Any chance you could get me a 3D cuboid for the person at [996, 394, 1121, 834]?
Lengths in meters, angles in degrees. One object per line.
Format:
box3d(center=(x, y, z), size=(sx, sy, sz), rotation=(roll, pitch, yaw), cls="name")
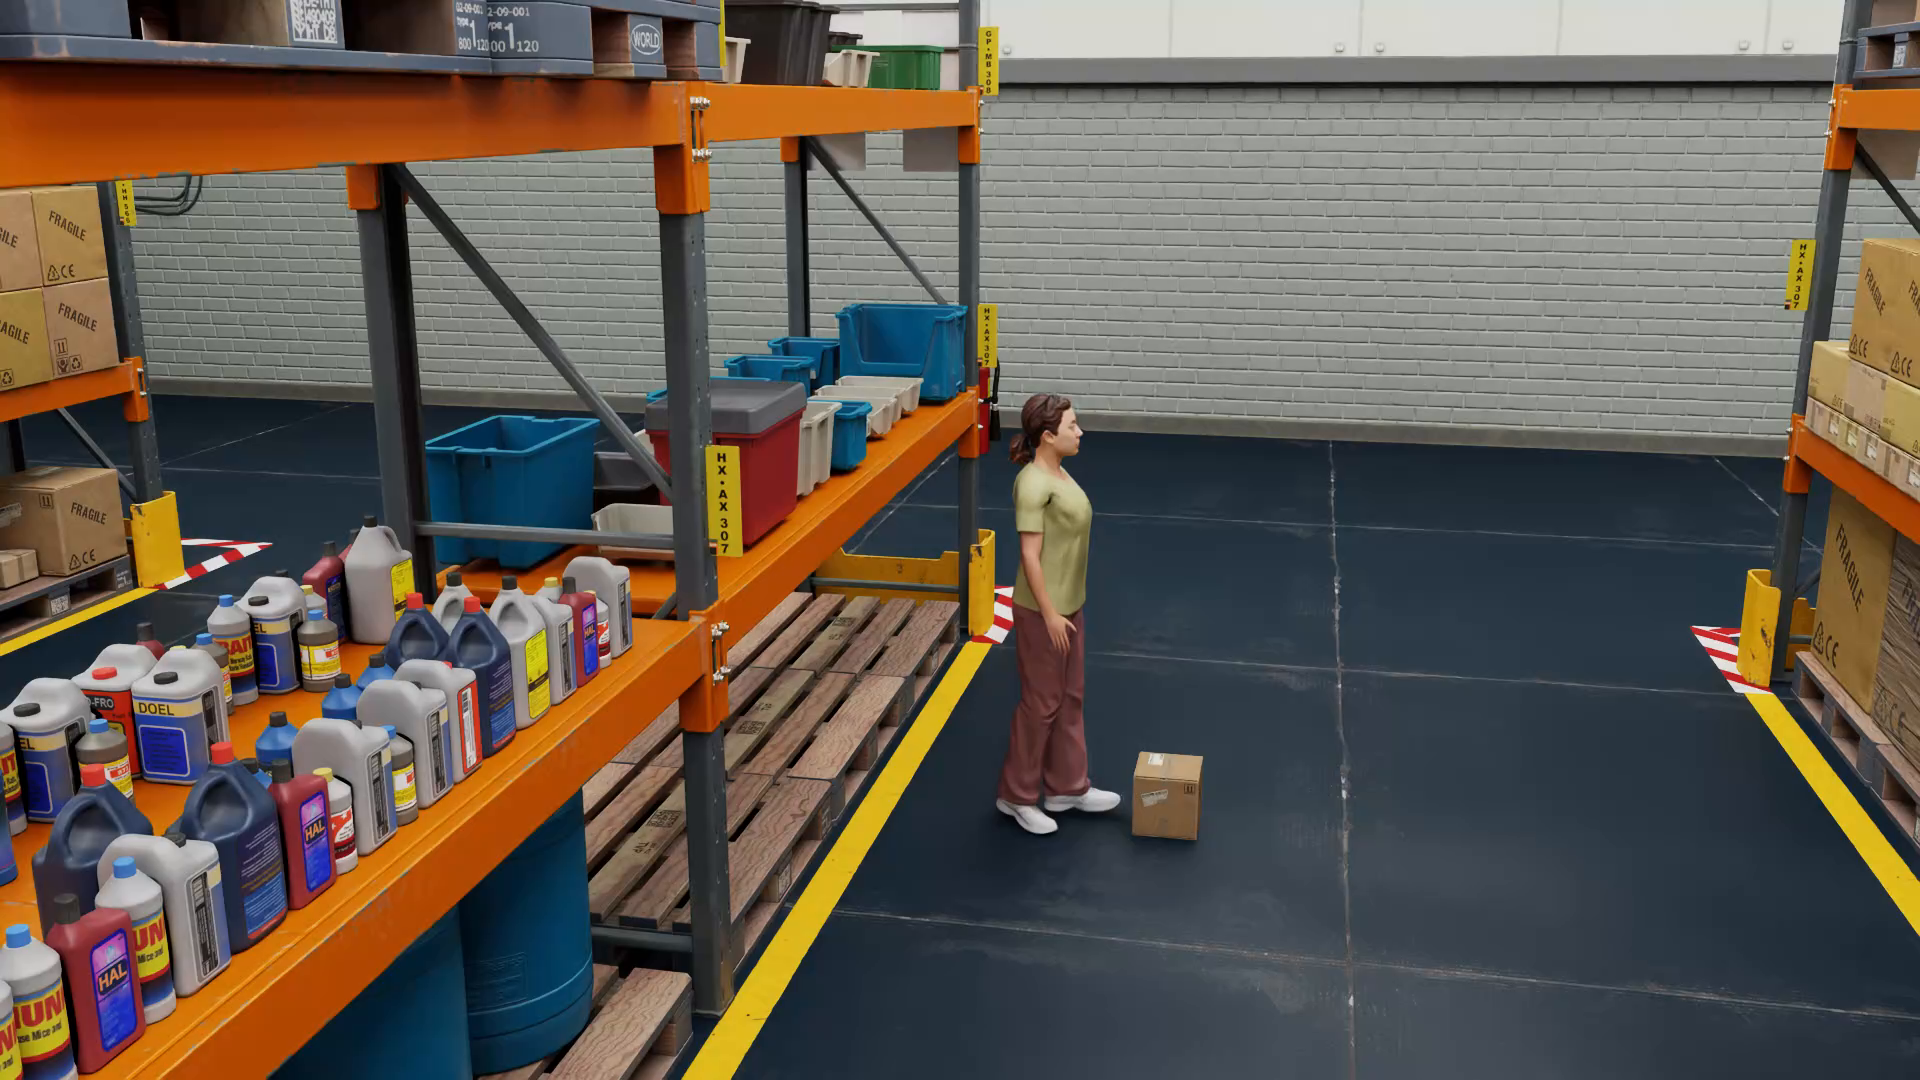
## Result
box3d(center=(0.386, 0.280, 6.391), size=(0.469, 1.683, 0.502), rotation=(5, 16, 18), cls="person")
